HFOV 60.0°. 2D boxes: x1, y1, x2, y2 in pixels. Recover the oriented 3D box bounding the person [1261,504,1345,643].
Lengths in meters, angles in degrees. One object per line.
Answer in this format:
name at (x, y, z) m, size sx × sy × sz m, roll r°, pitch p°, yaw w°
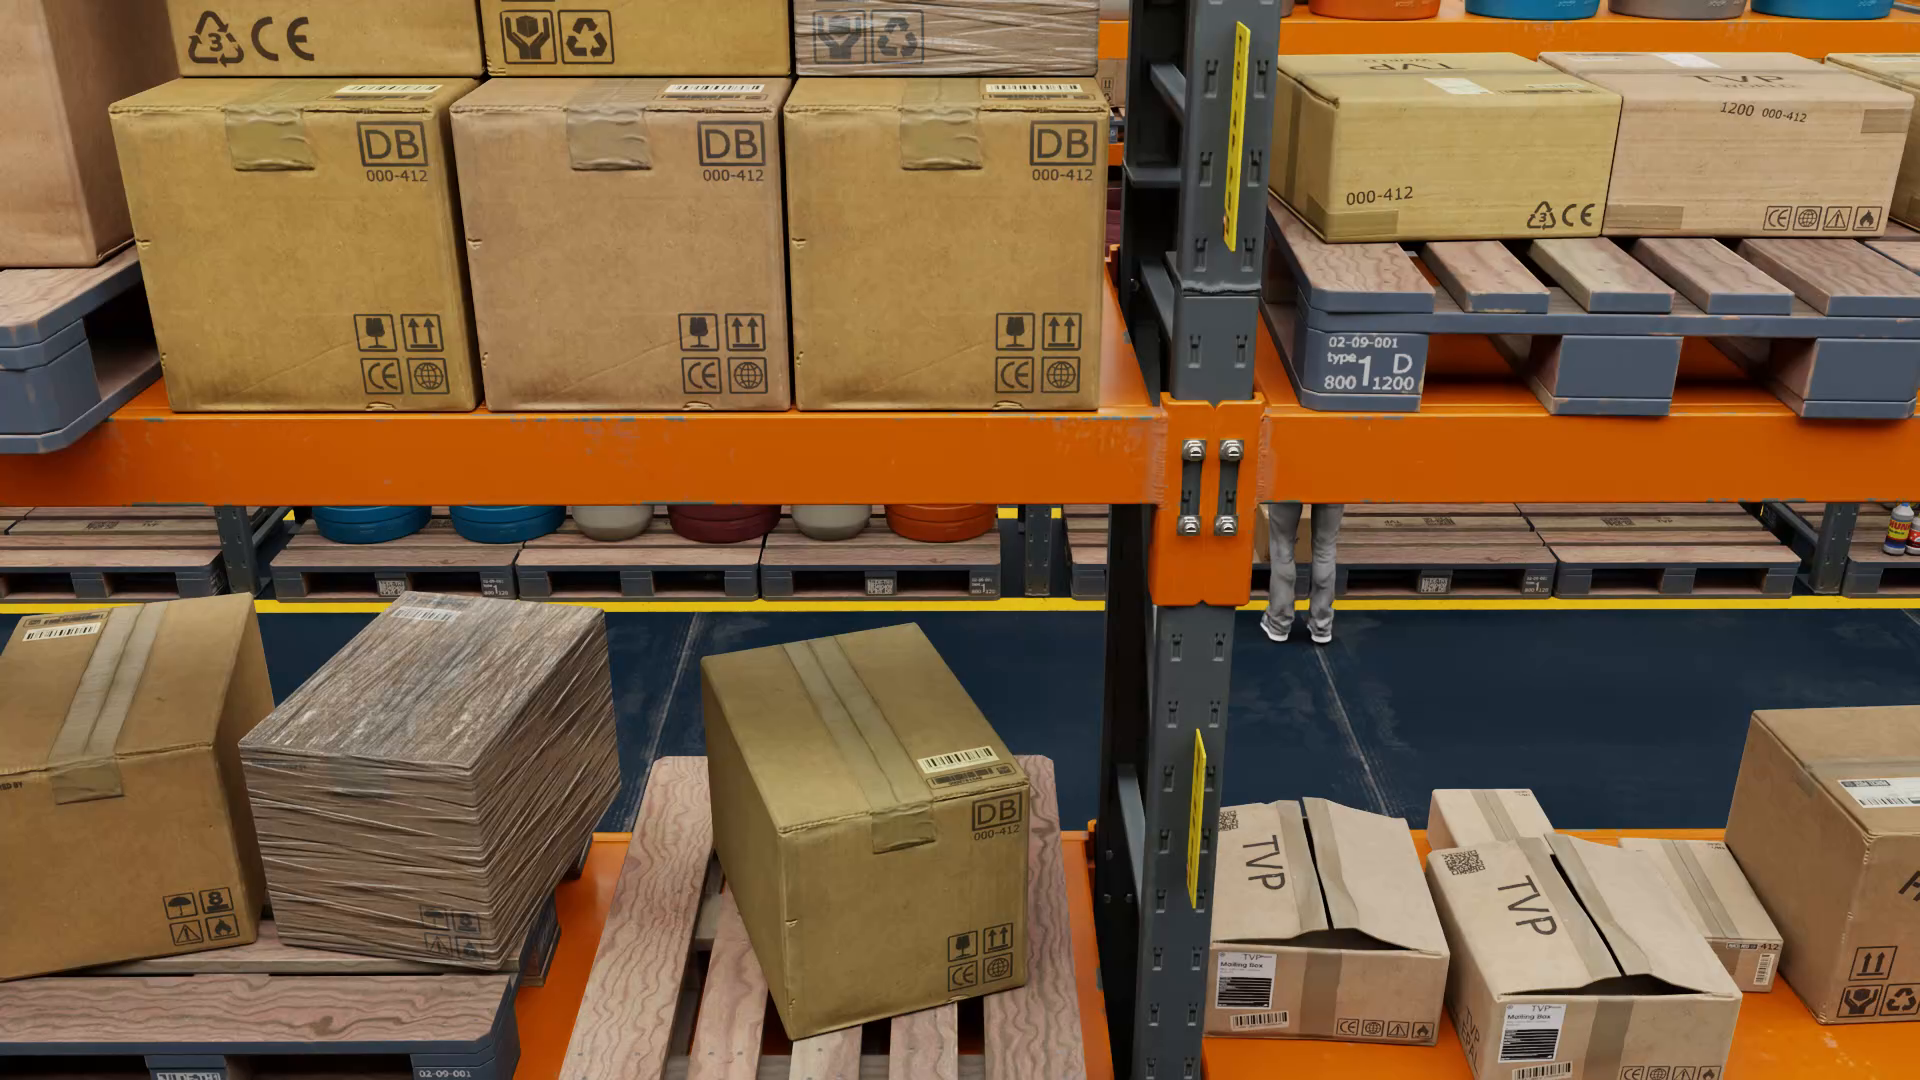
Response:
person at (1.608, -0.265, 7.722) m, size 0.406 × 1.581 × 0.313 m, roll 0°, pitch 24°, yaw 0°
